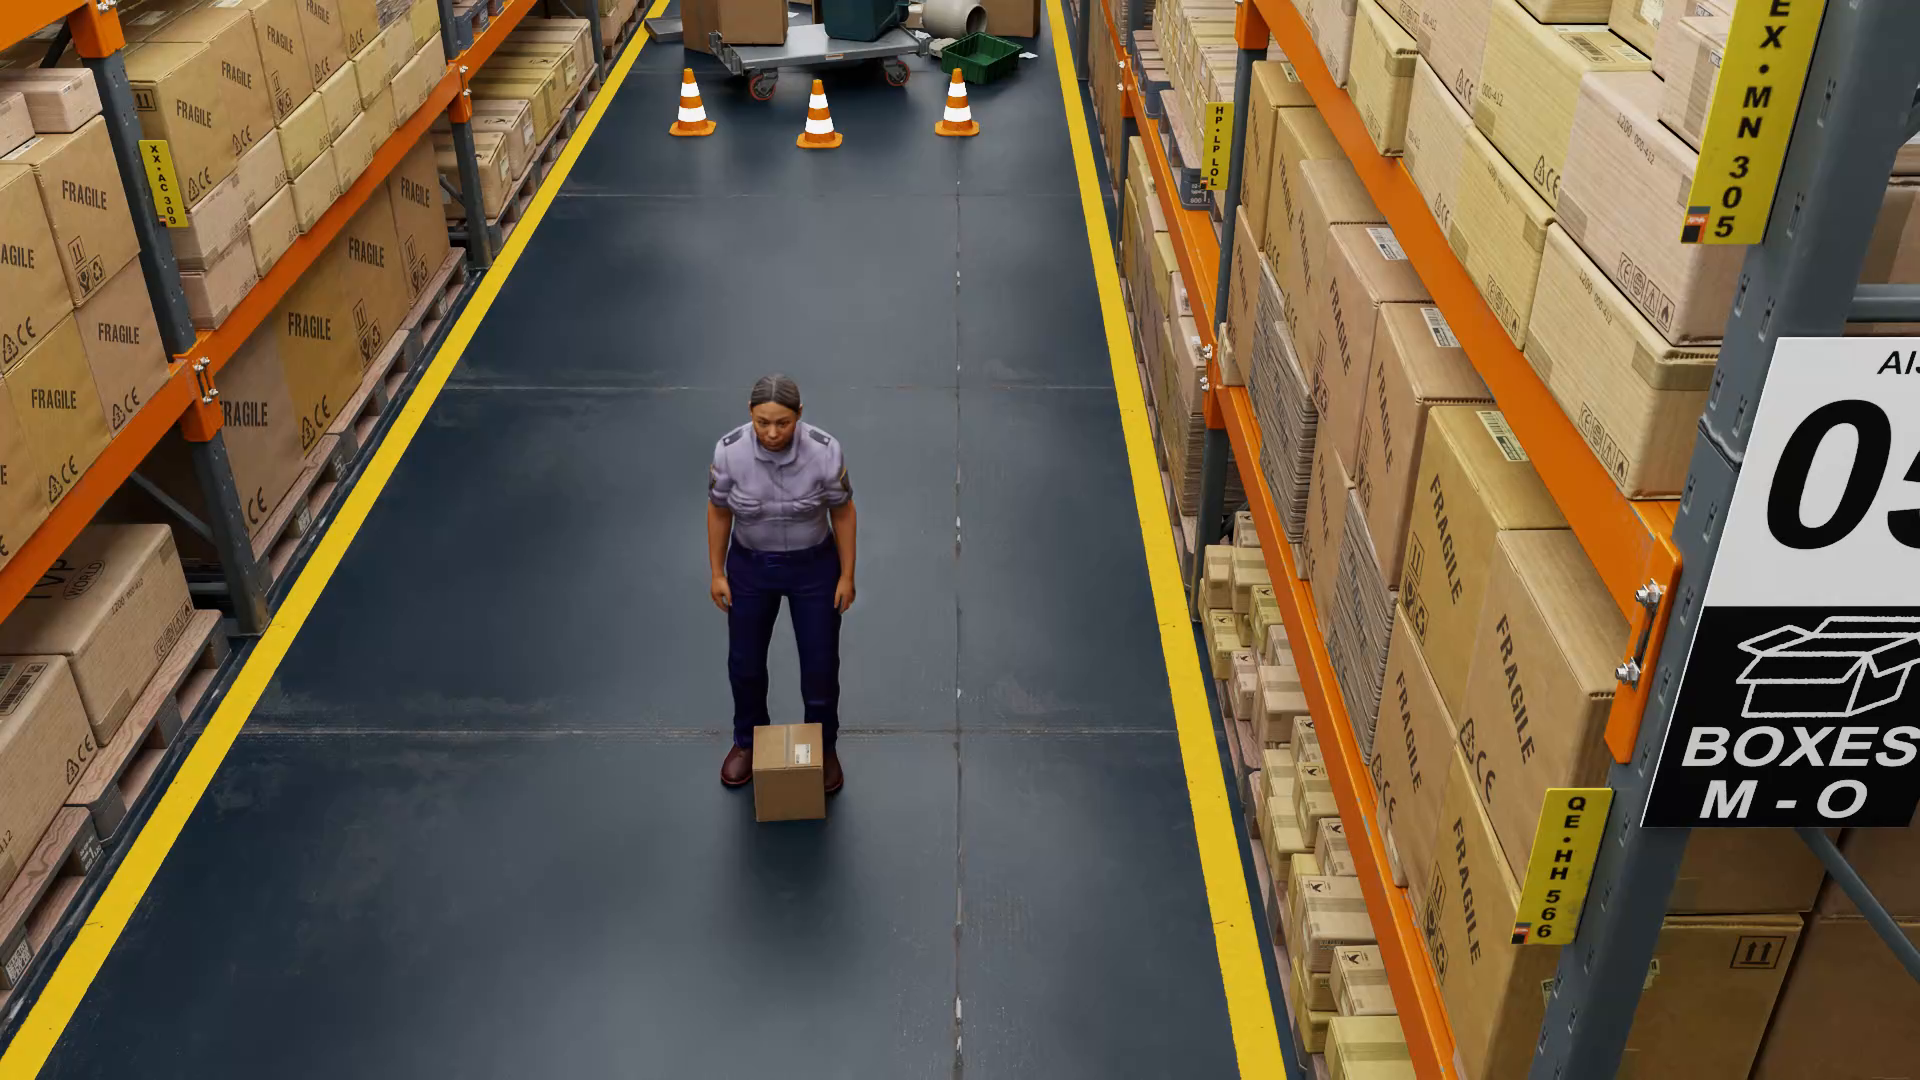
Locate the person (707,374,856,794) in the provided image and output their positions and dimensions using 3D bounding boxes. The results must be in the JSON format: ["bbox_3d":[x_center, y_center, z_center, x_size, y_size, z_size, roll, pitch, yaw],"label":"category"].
[{"bbox_3d":[-0.633,0.148,5.916,0.538,1.638,0.414,0,32,0],"label":"person"}]
